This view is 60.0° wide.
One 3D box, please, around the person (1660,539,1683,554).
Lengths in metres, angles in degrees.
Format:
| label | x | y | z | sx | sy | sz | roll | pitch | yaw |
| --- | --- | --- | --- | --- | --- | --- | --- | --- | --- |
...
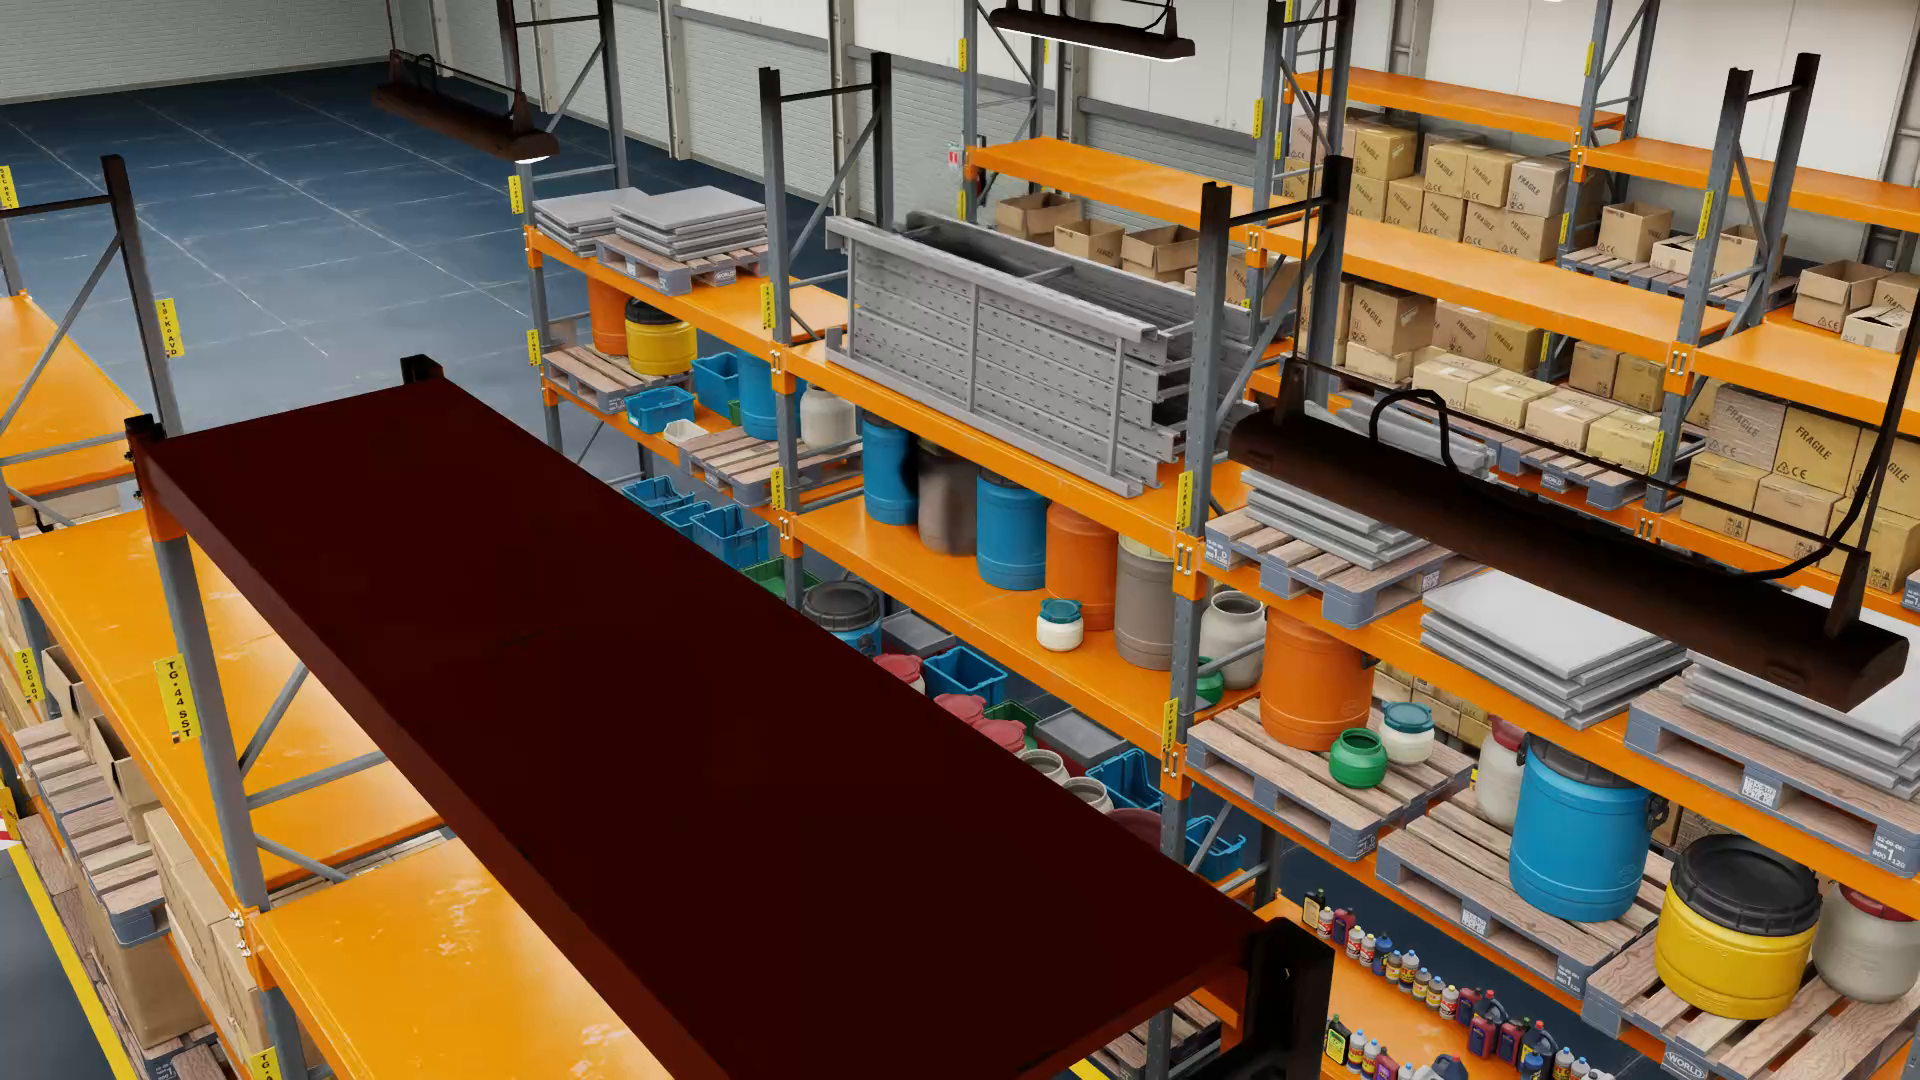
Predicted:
| label | x | y | z | sx | sy | sz | roll | pitch | yaw |
| --- | --- | --- | --- | --- | --- | --- | --- | --- | --- |
| person | 6.311 | 0.747 | 14.841 | 0.886 | 1.655 | 0.592 | 22 | 34 | 38 |
